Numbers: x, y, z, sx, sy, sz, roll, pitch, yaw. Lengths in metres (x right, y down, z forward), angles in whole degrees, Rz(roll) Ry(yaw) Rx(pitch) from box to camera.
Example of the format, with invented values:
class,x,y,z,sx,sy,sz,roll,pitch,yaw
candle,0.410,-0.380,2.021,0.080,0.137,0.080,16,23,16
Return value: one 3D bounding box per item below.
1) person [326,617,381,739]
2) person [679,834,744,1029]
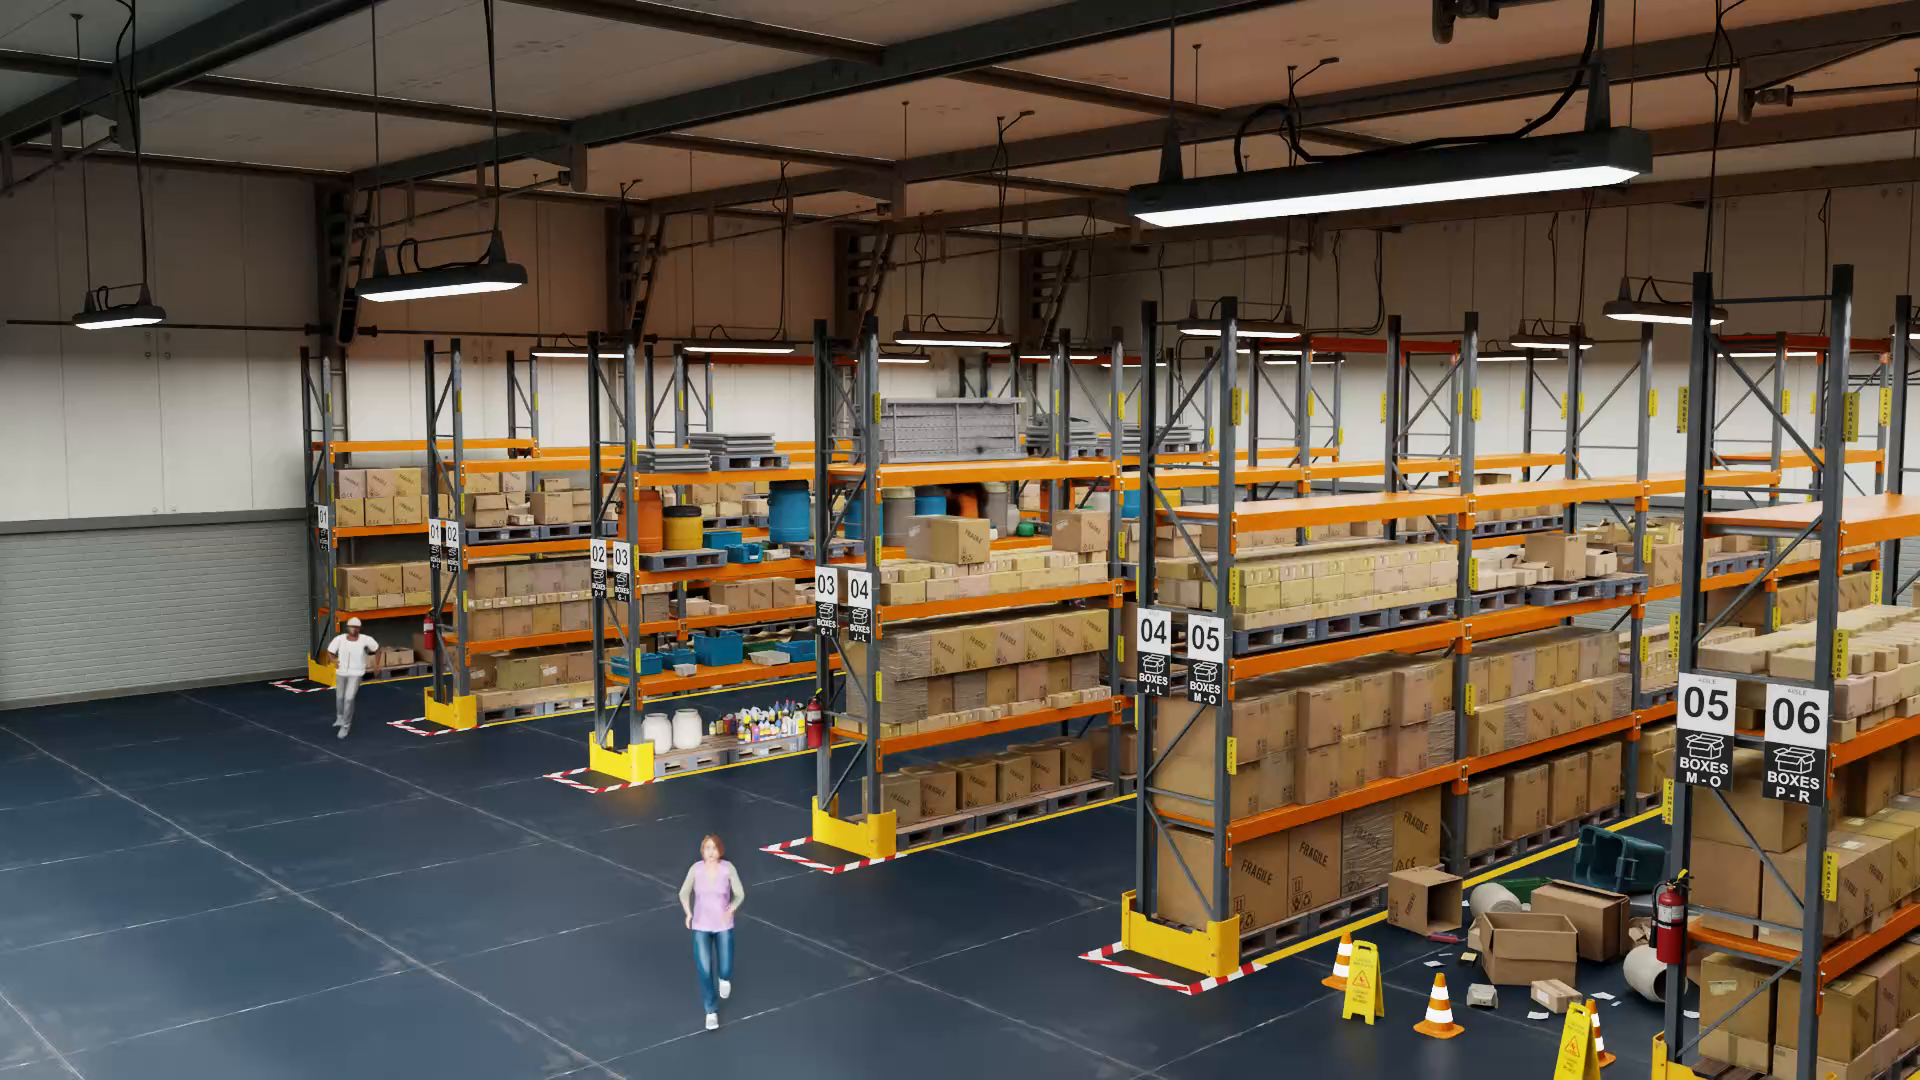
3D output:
class,x,y,z,sx,sy,sz,roll,pitch,yaw
person,-9.243,2.062,25.283,0.761,1.792,0.826,-1,5,-6
person,-2.049,3.185,13.719,0.540,1.551,0.637,0,5,-6
